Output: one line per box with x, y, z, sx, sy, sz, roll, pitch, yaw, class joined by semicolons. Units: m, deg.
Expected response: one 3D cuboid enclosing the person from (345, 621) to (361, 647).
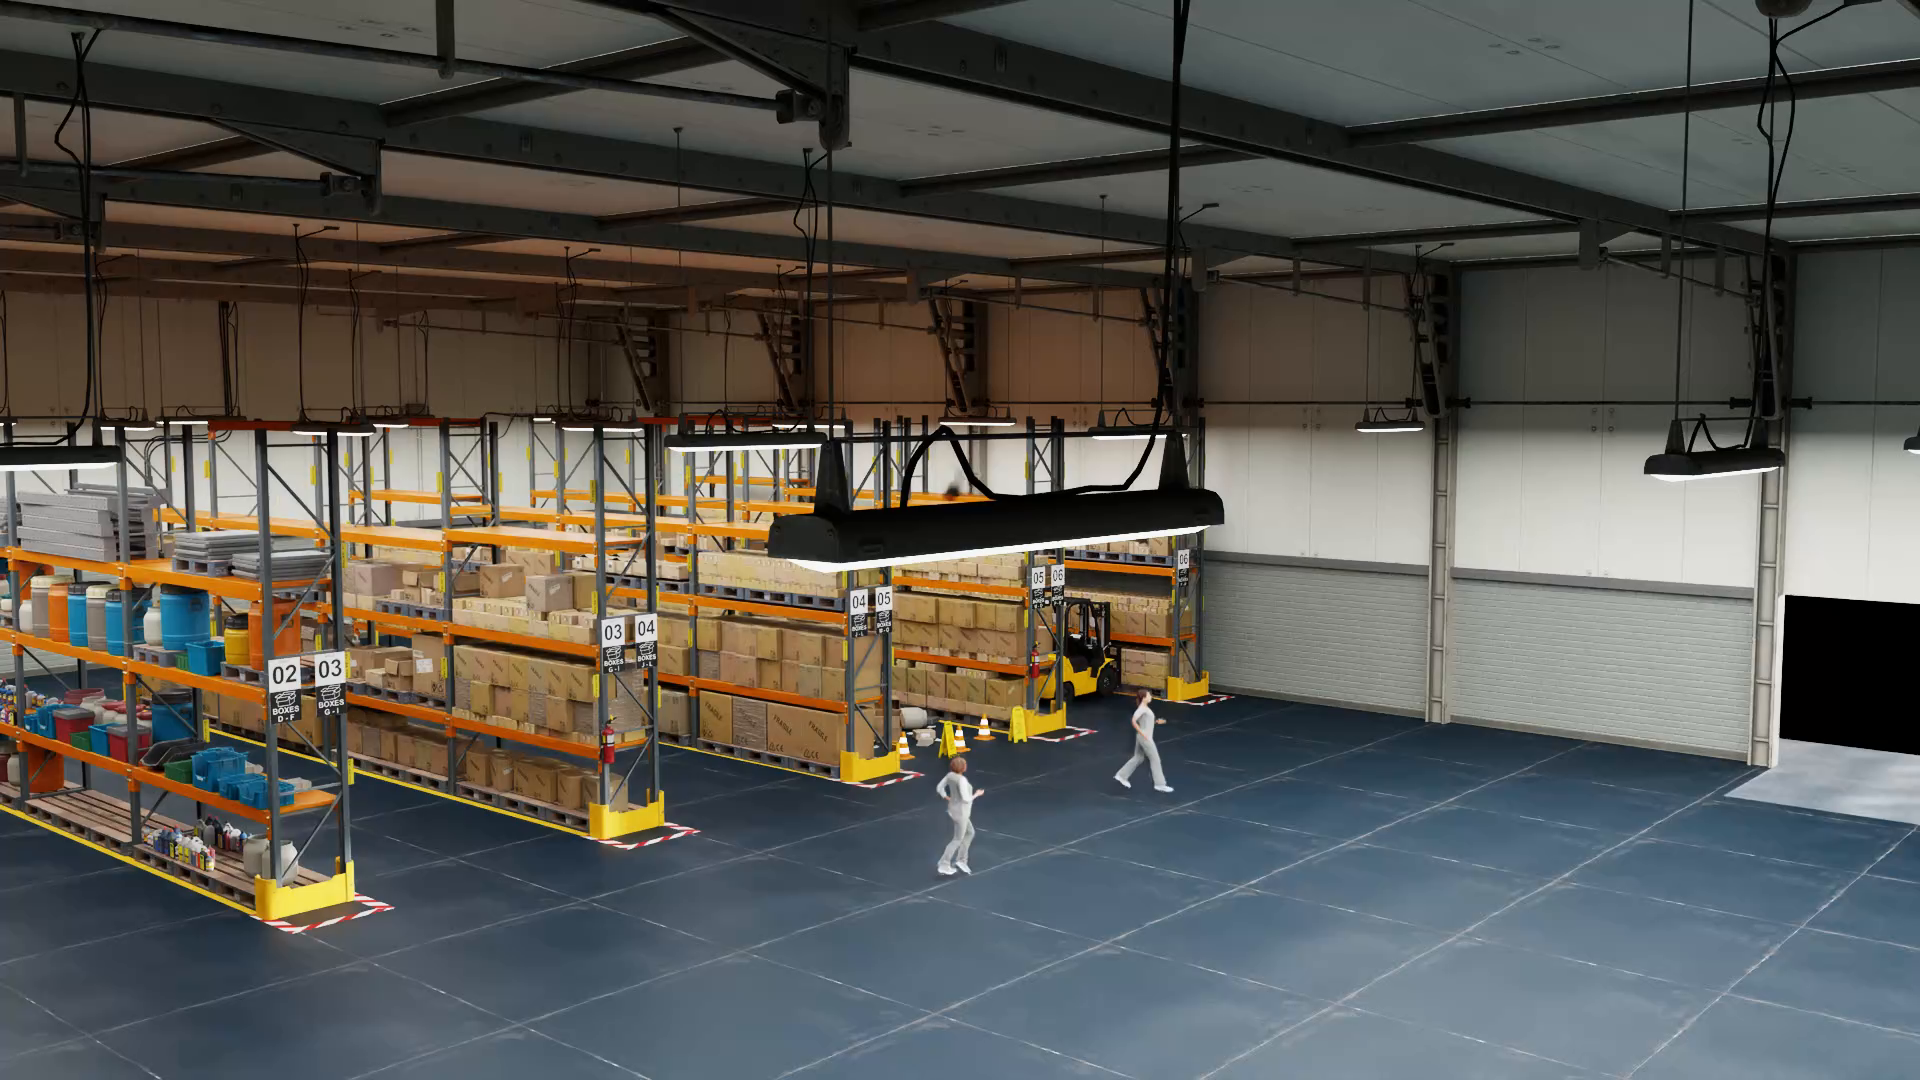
-13.255;2.545;35.956;0.522;1.614;0.650;4;6;42;person

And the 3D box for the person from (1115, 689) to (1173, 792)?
2.983;3.230;26.916;0.947;1.663;0.567;0;5;2;person

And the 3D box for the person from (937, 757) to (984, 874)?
0.001;3.689;22.175;0.661;1.624;0.496;-2;5;-20;person
